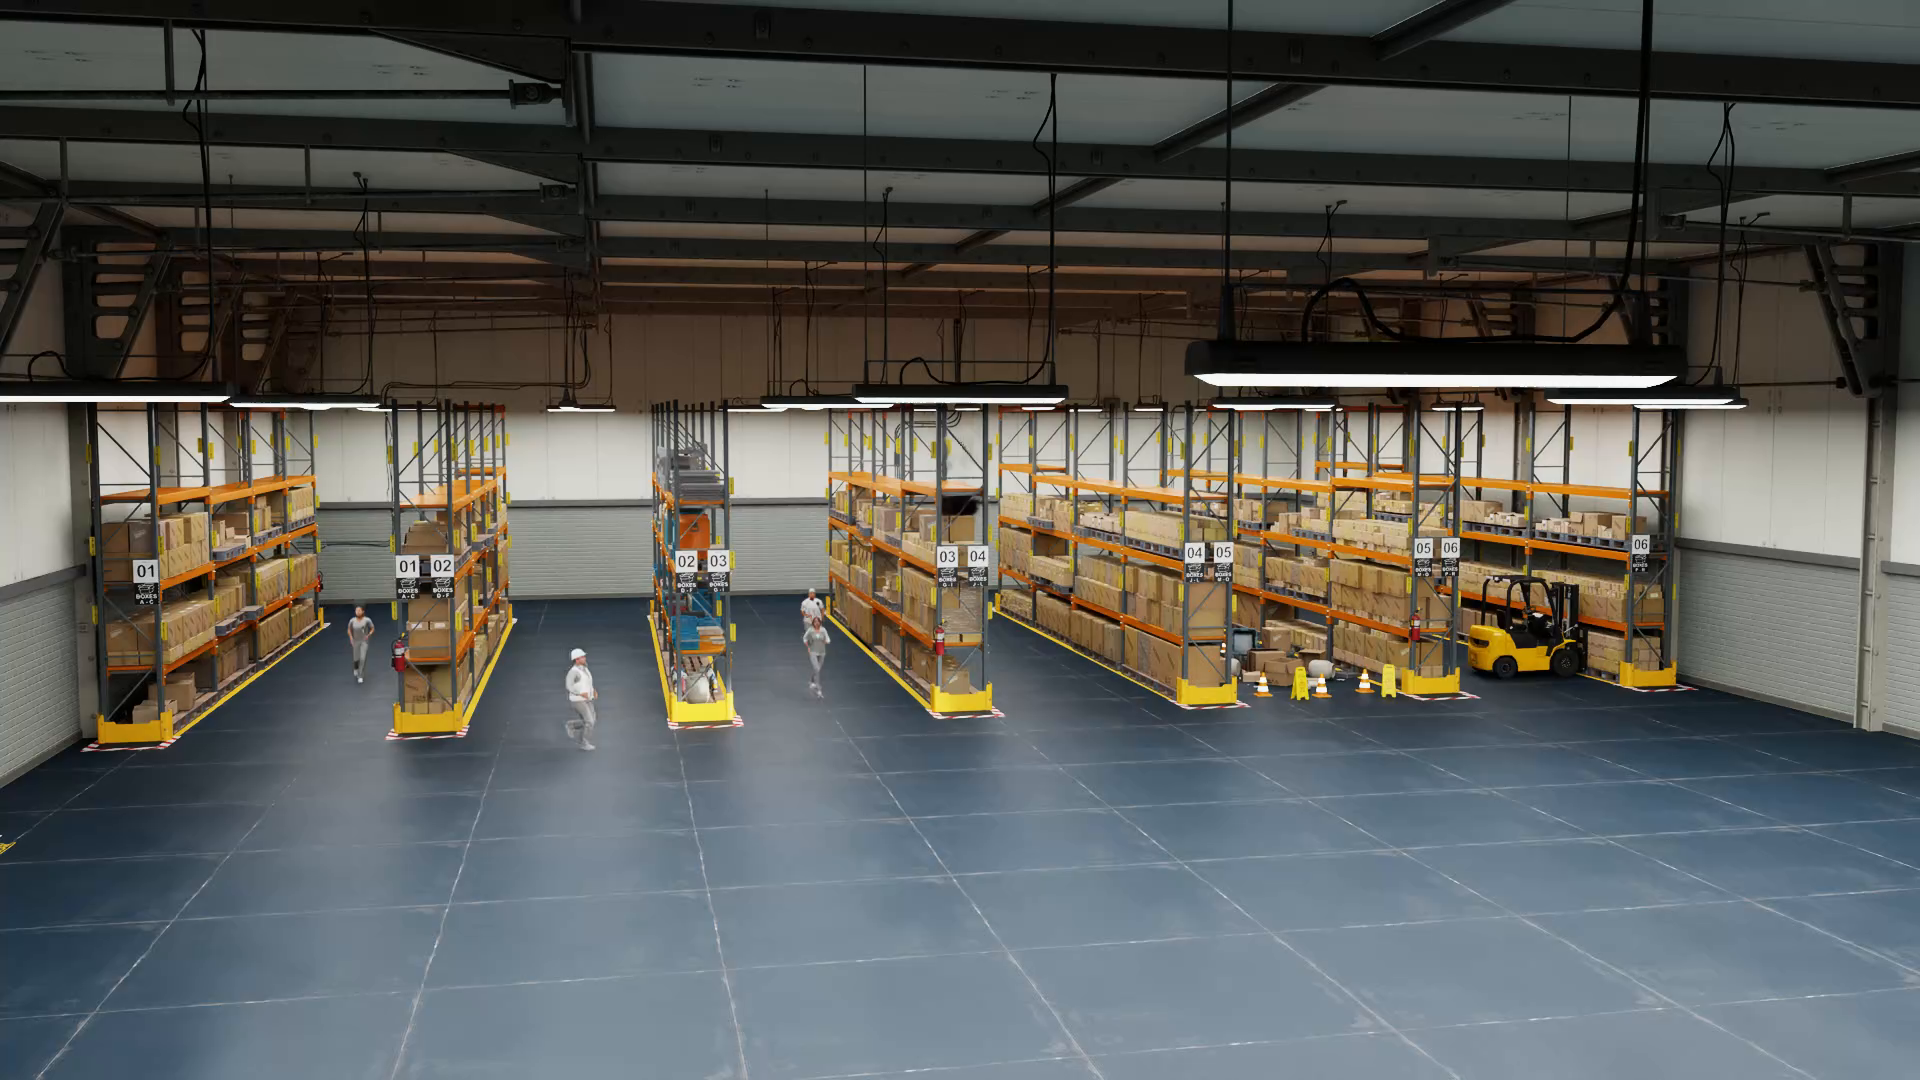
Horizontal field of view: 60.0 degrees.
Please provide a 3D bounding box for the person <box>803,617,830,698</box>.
[{"bbox_3d":[-2.911,2.362,33.971,0.522,1.621,0.801,-2,5,-23],"label":"person"}]

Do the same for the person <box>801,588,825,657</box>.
[{"bbox_3d":[-3.455,1.955,39.164,0.592,1.629,0.577,-1,4,-11],"label":"person"}]

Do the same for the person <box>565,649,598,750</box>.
[{"bbox_3d":[-6.532,2.726,28.449,0.599,1.734,0.660,1,4,11],"label":"person"}]

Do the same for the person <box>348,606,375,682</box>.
[{"bbox_3d":[-12.856,2.224,35.717,0.560,1.639,0.603,-1,4,-13],"label":"person"}]
